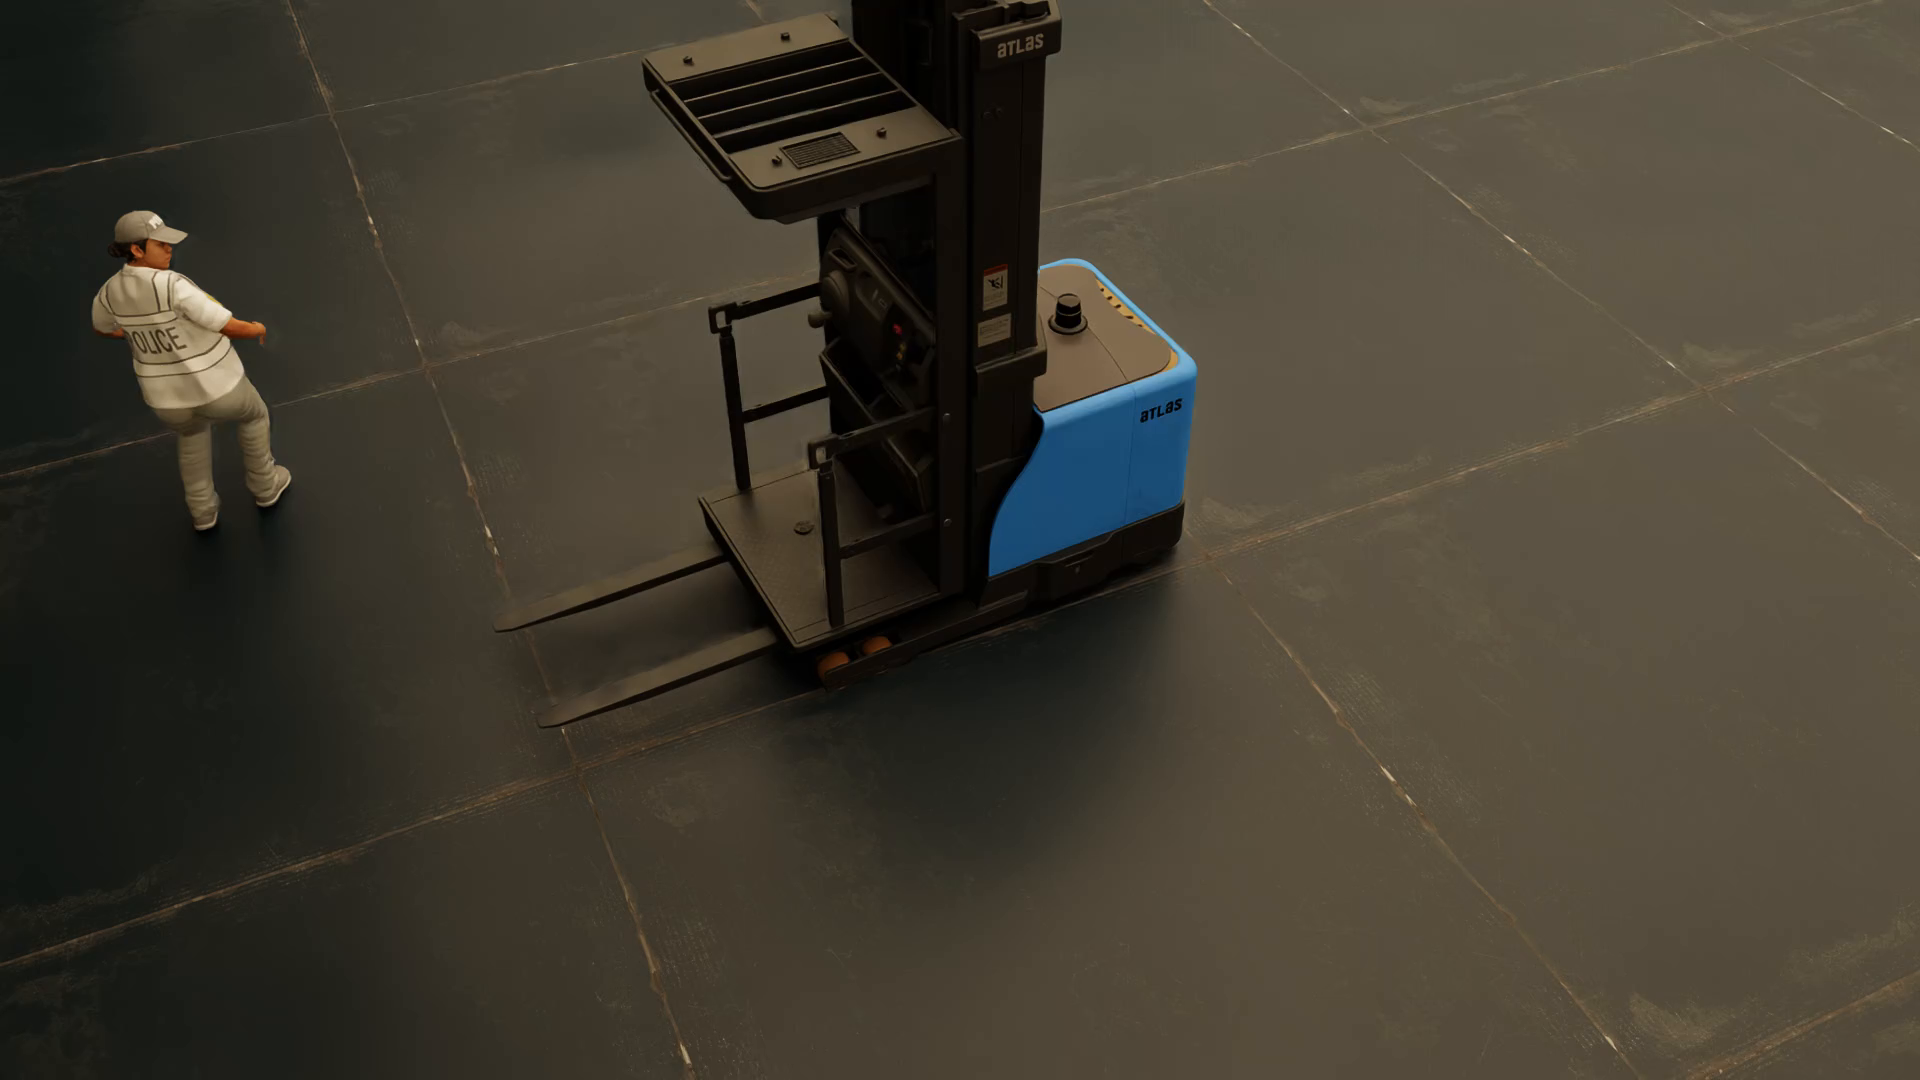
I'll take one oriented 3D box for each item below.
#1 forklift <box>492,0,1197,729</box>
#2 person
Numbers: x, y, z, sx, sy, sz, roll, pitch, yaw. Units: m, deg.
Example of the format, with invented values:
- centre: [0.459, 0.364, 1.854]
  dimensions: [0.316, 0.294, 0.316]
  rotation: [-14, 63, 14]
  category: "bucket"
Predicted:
- centre: [-0.516, -0.843, 6.583]
  dimensions: [3.031, 2.935, 1.130]
  rotation: [-20, 47, -20]
  category: "forklift"
- centre: [-3.460, -0.754, 7.494]
  dimensions: [0.719, 1.620, 0.611]
  rotation: [-1, 43, -1]
  category: "person"
